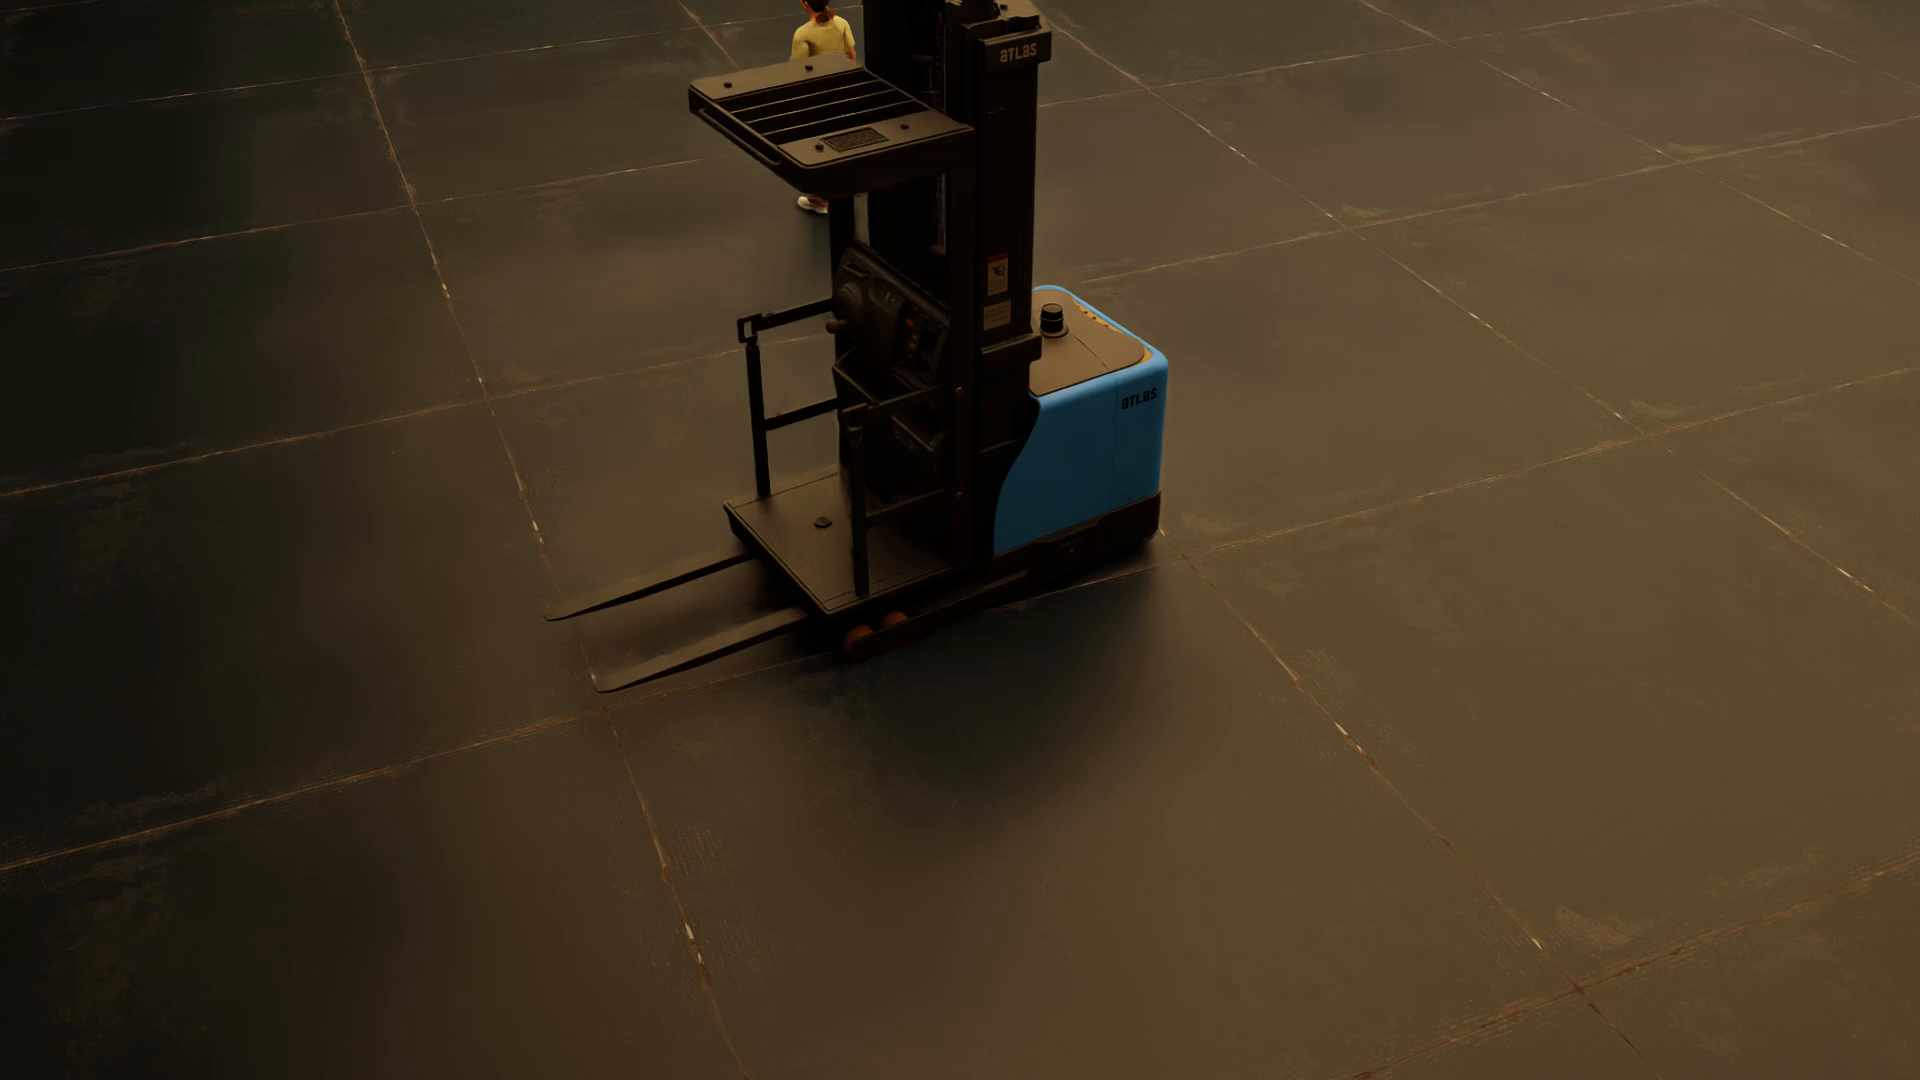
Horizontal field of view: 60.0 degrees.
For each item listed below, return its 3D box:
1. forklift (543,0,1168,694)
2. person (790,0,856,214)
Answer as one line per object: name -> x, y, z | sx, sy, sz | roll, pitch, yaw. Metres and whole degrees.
forklift -> -0.494, -0.976, 7.471 | 3.031, 2.935, 1.130 | -20, 40, -26
person -> -0.996, -3.069, 11.495 | 0.537, 1.681, 0.524 | -23, 41, -28
